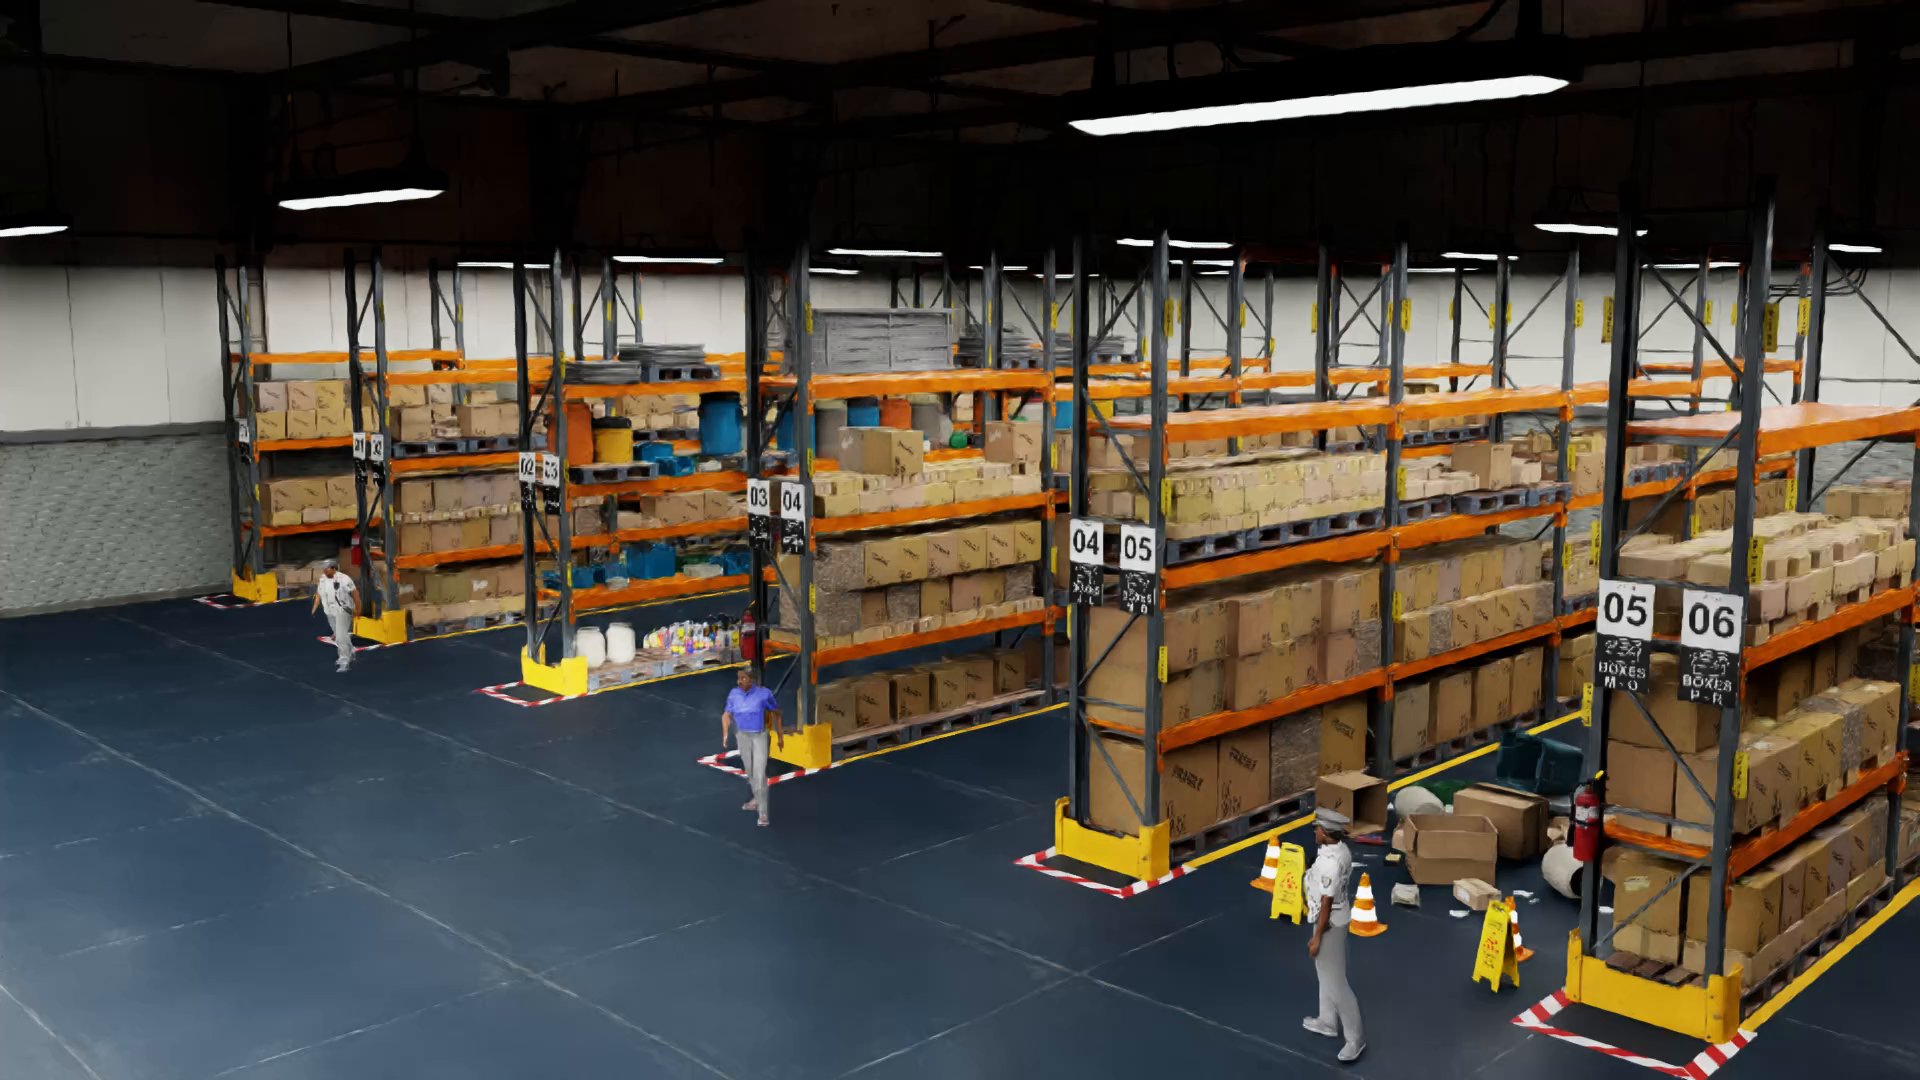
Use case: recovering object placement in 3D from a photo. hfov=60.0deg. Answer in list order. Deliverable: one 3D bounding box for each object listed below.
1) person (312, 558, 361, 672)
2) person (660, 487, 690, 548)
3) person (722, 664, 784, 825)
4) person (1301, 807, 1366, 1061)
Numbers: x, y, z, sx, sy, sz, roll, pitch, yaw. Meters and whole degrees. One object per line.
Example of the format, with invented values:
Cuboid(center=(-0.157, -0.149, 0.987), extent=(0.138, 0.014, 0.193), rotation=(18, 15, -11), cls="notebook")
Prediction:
Cuboid(center=(-8.817, 1.026, 23.654), extent=(0.645, 1.600, 0.782), rotation=(4, 9, 24), cls="person")
Cuboid(center=(-5.596, -0.283, 32.475), extent=(0.555, 1.725, 1.029), rotation=(8, 11, 43), cls="person")
Cuboid(center=(-2.055, 2.010, 16.760), extent=(0.622, 1.596, 0.782), rotation=(4, 9, 24), cls="person")
Cuboid(center=(2.619, 2.722, 11.609), extent=(0.484, 1.668, 0.660), rotation=(2, 8, 17), cls="person")
